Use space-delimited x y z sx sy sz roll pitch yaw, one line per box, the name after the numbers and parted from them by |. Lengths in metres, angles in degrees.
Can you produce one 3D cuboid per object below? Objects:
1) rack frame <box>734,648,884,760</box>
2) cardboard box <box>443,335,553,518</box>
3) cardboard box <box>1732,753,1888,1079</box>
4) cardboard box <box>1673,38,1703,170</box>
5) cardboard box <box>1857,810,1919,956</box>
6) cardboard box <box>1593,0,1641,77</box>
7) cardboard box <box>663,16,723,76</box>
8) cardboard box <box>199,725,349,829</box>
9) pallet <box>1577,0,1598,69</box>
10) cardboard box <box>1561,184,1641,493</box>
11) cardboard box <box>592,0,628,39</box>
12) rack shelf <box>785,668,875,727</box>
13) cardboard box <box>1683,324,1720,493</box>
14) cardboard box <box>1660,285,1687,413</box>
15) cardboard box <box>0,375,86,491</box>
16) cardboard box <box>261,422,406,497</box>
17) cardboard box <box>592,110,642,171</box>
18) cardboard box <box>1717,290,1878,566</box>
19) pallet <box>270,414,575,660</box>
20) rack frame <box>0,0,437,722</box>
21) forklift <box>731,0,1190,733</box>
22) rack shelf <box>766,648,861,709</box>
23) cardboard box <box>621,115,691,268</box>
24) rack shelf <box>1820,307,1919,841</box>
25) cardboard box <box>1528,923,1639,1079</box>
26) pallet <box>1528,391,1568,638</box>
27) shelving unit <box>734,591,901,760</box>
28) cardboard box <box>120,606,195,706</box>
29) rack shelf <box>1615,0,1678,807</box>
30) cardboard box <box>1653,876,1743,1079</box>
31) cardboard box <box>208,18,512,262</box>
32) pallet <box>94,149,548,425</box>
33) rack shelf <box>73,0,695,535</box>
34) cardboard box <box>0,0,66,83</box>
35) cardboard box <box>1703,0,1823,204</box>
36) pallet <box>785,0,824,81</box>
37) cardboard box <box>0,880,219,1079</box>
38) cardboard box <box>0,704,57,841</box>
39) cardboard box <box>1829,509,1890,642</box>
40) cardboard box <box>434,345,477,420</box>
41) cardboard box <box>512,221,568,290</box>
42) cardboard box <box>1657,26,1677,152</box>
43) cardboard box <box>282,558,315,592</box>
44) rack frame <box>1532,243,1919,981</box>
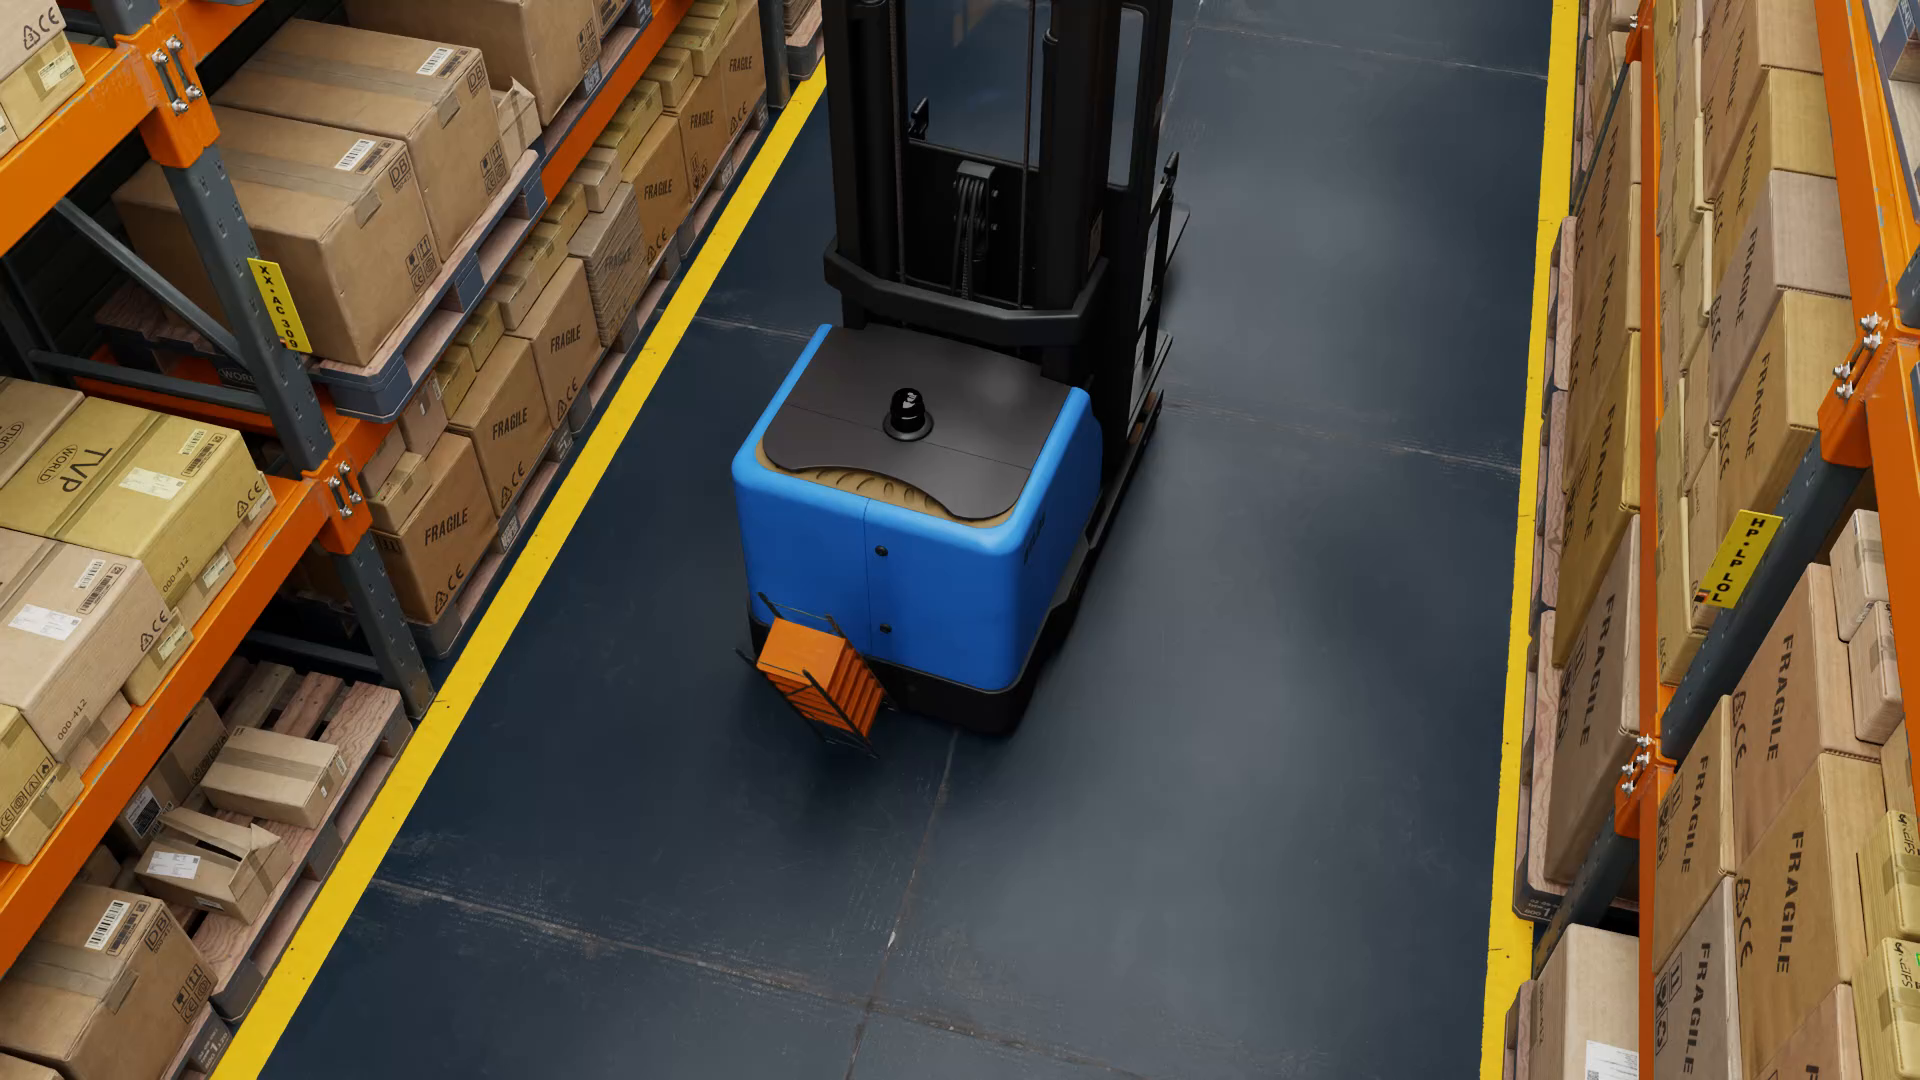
-0.471 0.554 5.439 0.240 1.200 0.006 16 74 14 | rack frame
-1.961 -0.475 6.475 0.500 0.500 0.500 11 49 10 | cardboard box
1.855 0.803 3.226 0.500 0.500 0.500 11 49 10 | cardboard box
2.754 -1.453 5.718 0.500 0.250 0.500 11 50 10 | cardboard box
1.817 0.654 2.925 0.380 0.149 0.250 11 50 10 | cardboard box
3.751 -2.599 8.434 0.950 0.372 0.625 11 49 9 | cardboard box
-1.311 -2.280 7.635 0.380 0.149 0.250 9 49 8 | cardboard box
-2.300 0.795 5.588 0.380 0.149 0.250 10 49 9 | cardboard box
3.936 -2.909 9.095 1.003 0.211 1.213 12 50 10 | pallet
2.905 -0.695 6.419 0.875 0.875 0.875 12 50 10 | cardboard box
-1.635 -2.320 6.367 0.797 0.503 0.637 11 49 9 | cardboard box
-0.434 0.486 5.506 0.258 0.103 0.180 16 74 14 | rack shelf
2.359 -0.339 4.734 0.500 0.250 0.500 13 50 11 | cardboard box
2.514 -0.548 5.252 0.500 0.250 0.500 10 49 9 | cardboard box
-2.827 -0.214 4.759 0.500 0.250 0.500 11 50 10 | cardboard box
-2.144 -0.314 5.702 0.380 0.149 0.250 11 49 9 | cardboard box
-1.602 -1.735 7.154 0.380 0.149 0.250 11 49 9 | cardboard box
2.229 -0.230 4.138 0.500 0.500 0.500 13 50 11 | cardboard box
-2.259 -0.144 6.655 1.003 0.211 1.213 12 50 10 | pallet
-2.436 -0.471 5.084 1.000 3.000 0.127 12 50 10 | rack frame
0.220 -1.407 5.956 1.130 2.935 3.031 16 50 13 | forklift
-0.468 0.406 5.282 0.258 0.103 0.180 16 74 14 | rack shelf
-1.565 -1.588 7.457 0.500 0.500 0.500 14 50 12 | cardboard box
1.827 1.198 2.090 1.077 0.370 4.000 12 50 10 | rack shelf
2.084 1.648 4.642 0.875 0.438 0.875 11 49 9 | cardboard box
2.803 -0.029 6.554 1.003 0.211 1.213 12 50 10 | pallet
-0.441 0.471 5.464 0.258 1.200 0.189 16 74 14 | shelving unit
-2.369 0.278 4.590 0.380 0.149 0.250 13 50 11 | cardboard box
2.880 -0.702 5.768 1.077 0.370 4.000 12 50 10 | rack shelf
1.841 1.124 3.609 0.500 0.500 0.500 12 50 10 | cardboard box
-1.957 -1.323 5.489 0.700 0.500 0.500 12 50 10 | cardboard box
-2.121 -0.964 5.647 1.003 0.211 1.213 12 50 10 | pallet
-1.910 -1.679 6.630 1.077 0.370 4.000 12 50 10 | rack shelf
-2.322 -1.114 3.552 0.500 0.250 0.500 12 50 10 | cardboard box
2.632 -1.346 5.123 0.500 0.500 0.500 12 50 11 | cardboard box
-1.129 -3.029 9.201 1.003 0.211 1.213 12 50 10 | pallet
-2.701 1.326 4.885 0.700 0.500 0.500 10 49 9 | cardboard box
-2.597 0.620 4.022 0.500 0.250 0.500 11 50 10 | cardboard box
2.020 0.105 3.410 0.380 0.149 0.250 11 49 9 | cardboard box
-2.031 -0.608 6.159 0.380 0.149 0.250 9 49 8 | cardboard box
-1.802 -1.161 6.647 0.380 0.149 0.250 13 50 11 | cardboard box
2.916 -1.658 6.232 0.500 0.250 0.500 10 49 9 | cardboard box
-2.593 -0.196 6.228 0.500 0.500 0.500 11 50 10 | cardboard box
2.353 0.506 4.221 1.000 3.000 0.127 12 50 10 | rack frame
